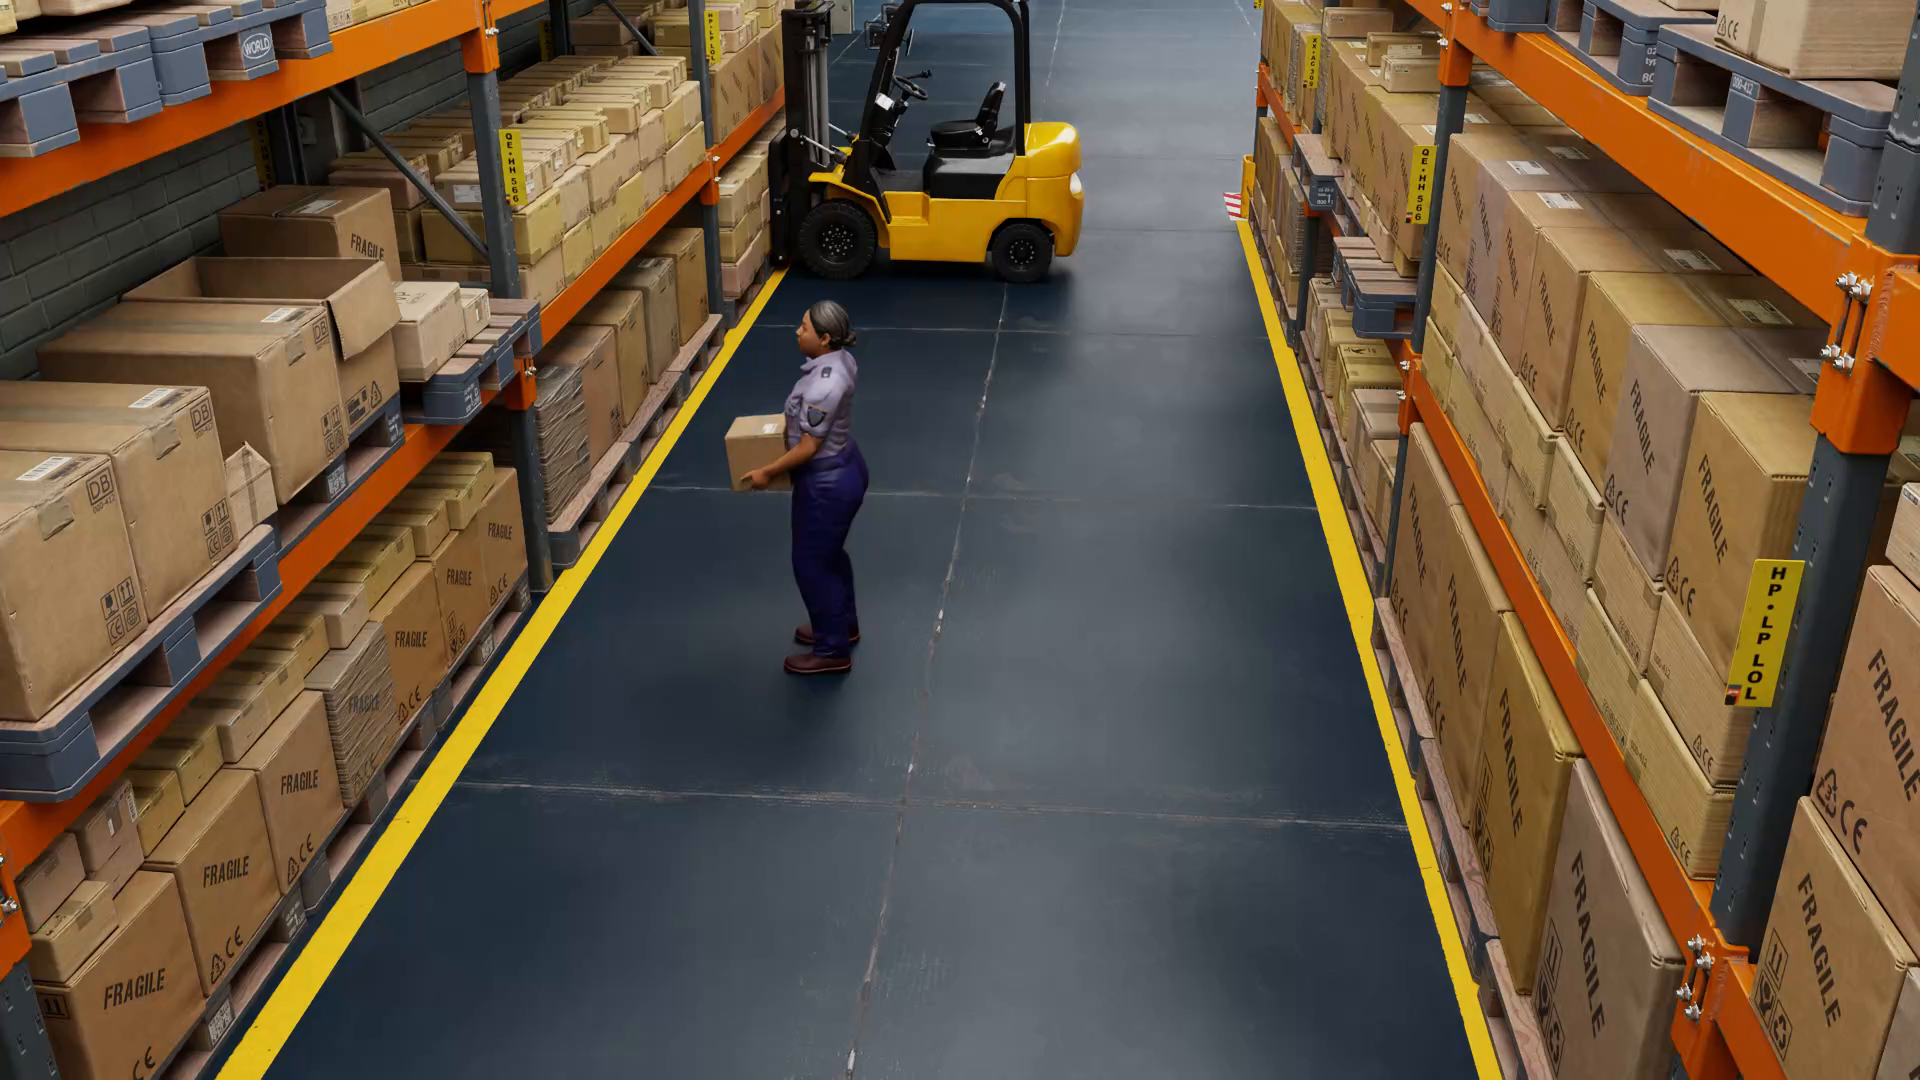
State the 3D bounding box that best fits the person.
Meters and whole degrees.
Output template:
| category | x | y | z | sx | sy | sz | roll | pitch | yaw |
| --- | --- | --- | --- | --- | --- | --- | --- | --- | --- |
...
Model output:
| category | x | y | z | sx | sy | sz | roll | pitch | yaw |
| --- | --- | --- | --- | --- | --- | --- | --- | --- | --- |
| person | -0.657 | -0.232 | 7.126 | 0.511 | 1.647 | 0.471 | 2 | 25 | 4 |
